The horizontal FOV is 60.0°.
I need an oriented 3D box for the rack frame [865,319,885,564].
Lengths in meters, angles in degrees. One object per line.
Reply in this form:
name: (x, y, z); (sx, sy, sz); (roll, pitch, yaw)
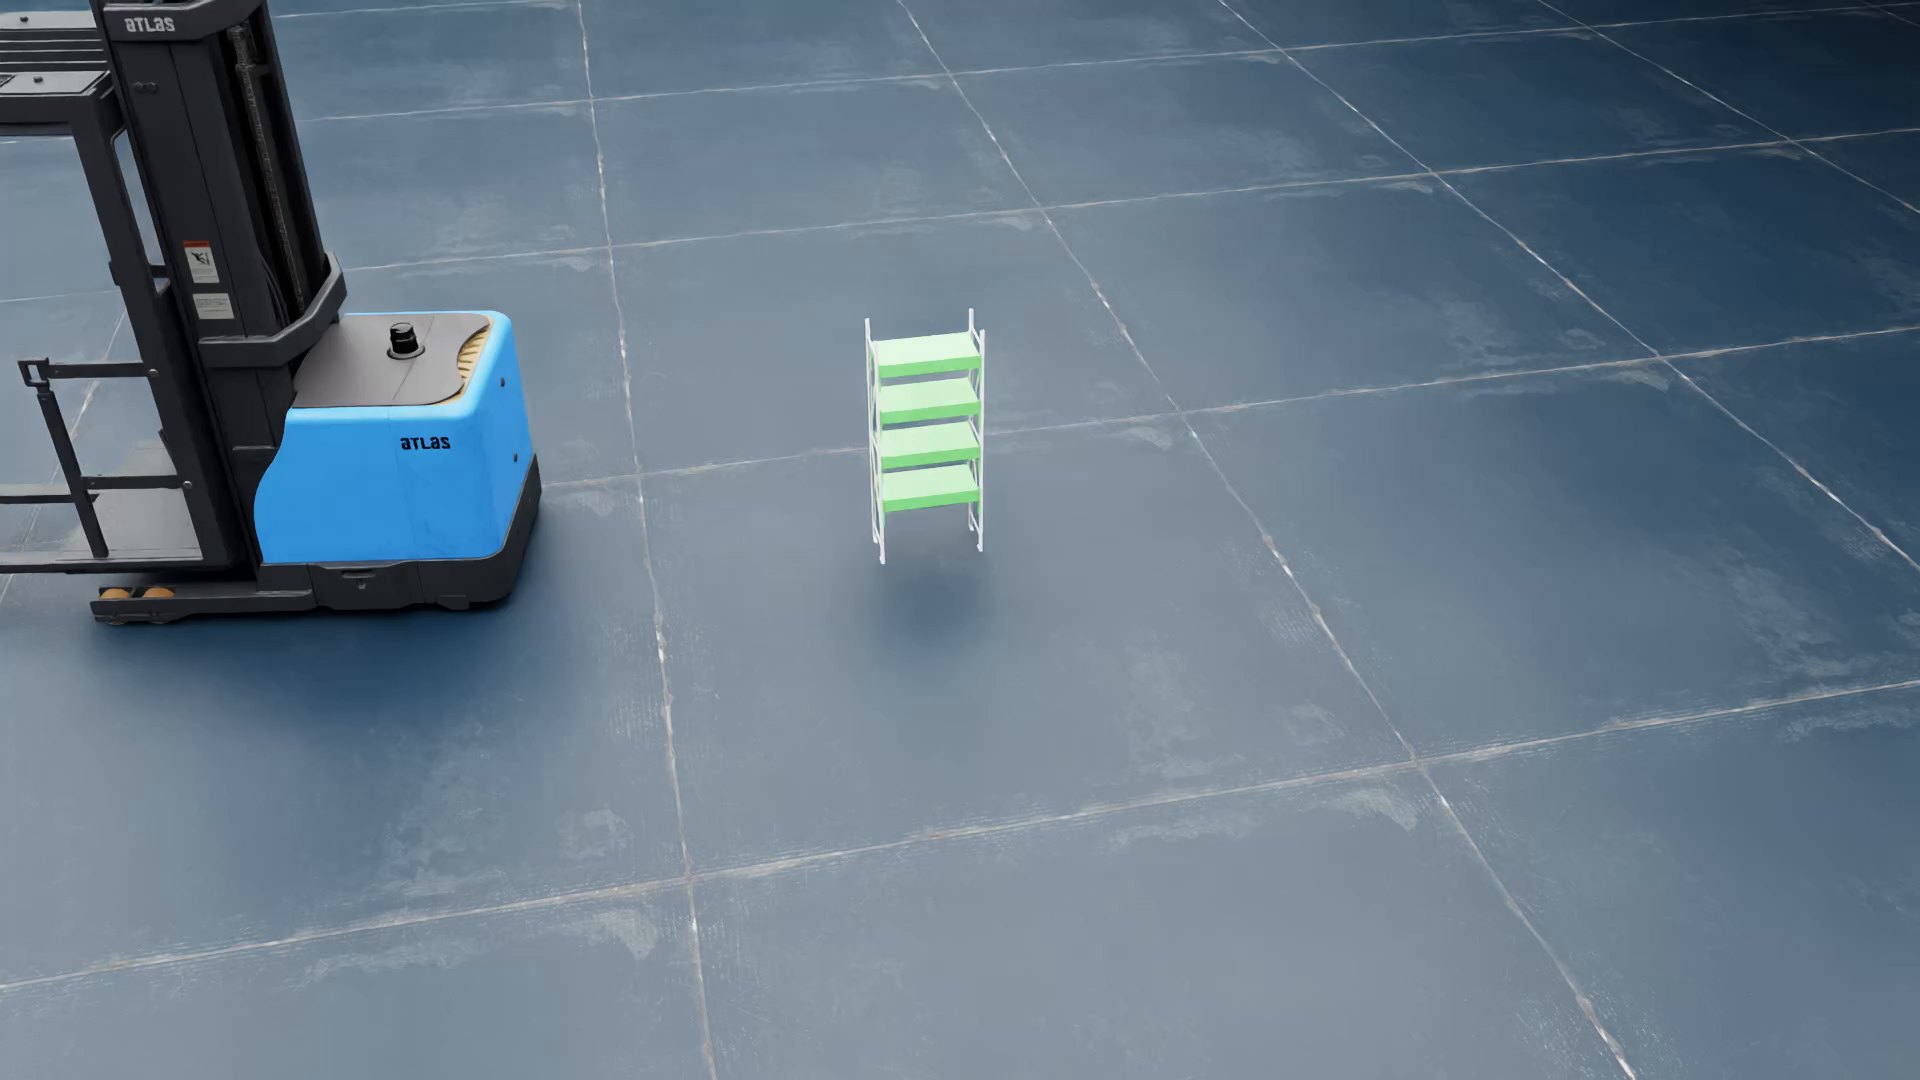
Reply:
rack frame: (-0.399, -0.448, 7.841); (0.015, 1.200, 0.240); (-7, 35, -11)

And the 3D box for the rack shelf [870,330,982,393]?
rack shelf: (-0.161, -0.823, 7.653); (0.480, 0.148, 0.258); (-7, 35, -11)

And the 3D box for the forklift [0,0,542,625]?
forklift: (-3.627, -1.128, 7.301); (3.031, 2.935, 1.130); (-1, 34, -2)

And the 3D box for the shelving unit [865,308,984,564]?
shelving unit: (-0.161, -0.478, 7.885); (0.503, 1.200, 0.258); (-7, 35, -11)

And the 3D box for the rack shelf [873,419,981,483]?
rack shelf: (-0.161, -0.425, 7.921); (0.480, 0.148, 0.258); (-7, 35, -11)

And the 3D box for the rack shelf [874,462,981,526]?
rack shelf: (-0.161, -0.226, 8.055); (0.480, 0.148, 0.258); (-7, 35, -11)

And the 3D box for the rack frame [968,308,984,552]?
rack frame: (0.077, -0.508, 7.930); (0.015, 1.200, 0.240); (-7, 35, -11)

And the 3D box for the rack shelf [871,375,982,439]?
rack shelf: (-0.161, -0.624, 7.787); (0.480, 0.148, 0.258); (-7, 35, -11)
